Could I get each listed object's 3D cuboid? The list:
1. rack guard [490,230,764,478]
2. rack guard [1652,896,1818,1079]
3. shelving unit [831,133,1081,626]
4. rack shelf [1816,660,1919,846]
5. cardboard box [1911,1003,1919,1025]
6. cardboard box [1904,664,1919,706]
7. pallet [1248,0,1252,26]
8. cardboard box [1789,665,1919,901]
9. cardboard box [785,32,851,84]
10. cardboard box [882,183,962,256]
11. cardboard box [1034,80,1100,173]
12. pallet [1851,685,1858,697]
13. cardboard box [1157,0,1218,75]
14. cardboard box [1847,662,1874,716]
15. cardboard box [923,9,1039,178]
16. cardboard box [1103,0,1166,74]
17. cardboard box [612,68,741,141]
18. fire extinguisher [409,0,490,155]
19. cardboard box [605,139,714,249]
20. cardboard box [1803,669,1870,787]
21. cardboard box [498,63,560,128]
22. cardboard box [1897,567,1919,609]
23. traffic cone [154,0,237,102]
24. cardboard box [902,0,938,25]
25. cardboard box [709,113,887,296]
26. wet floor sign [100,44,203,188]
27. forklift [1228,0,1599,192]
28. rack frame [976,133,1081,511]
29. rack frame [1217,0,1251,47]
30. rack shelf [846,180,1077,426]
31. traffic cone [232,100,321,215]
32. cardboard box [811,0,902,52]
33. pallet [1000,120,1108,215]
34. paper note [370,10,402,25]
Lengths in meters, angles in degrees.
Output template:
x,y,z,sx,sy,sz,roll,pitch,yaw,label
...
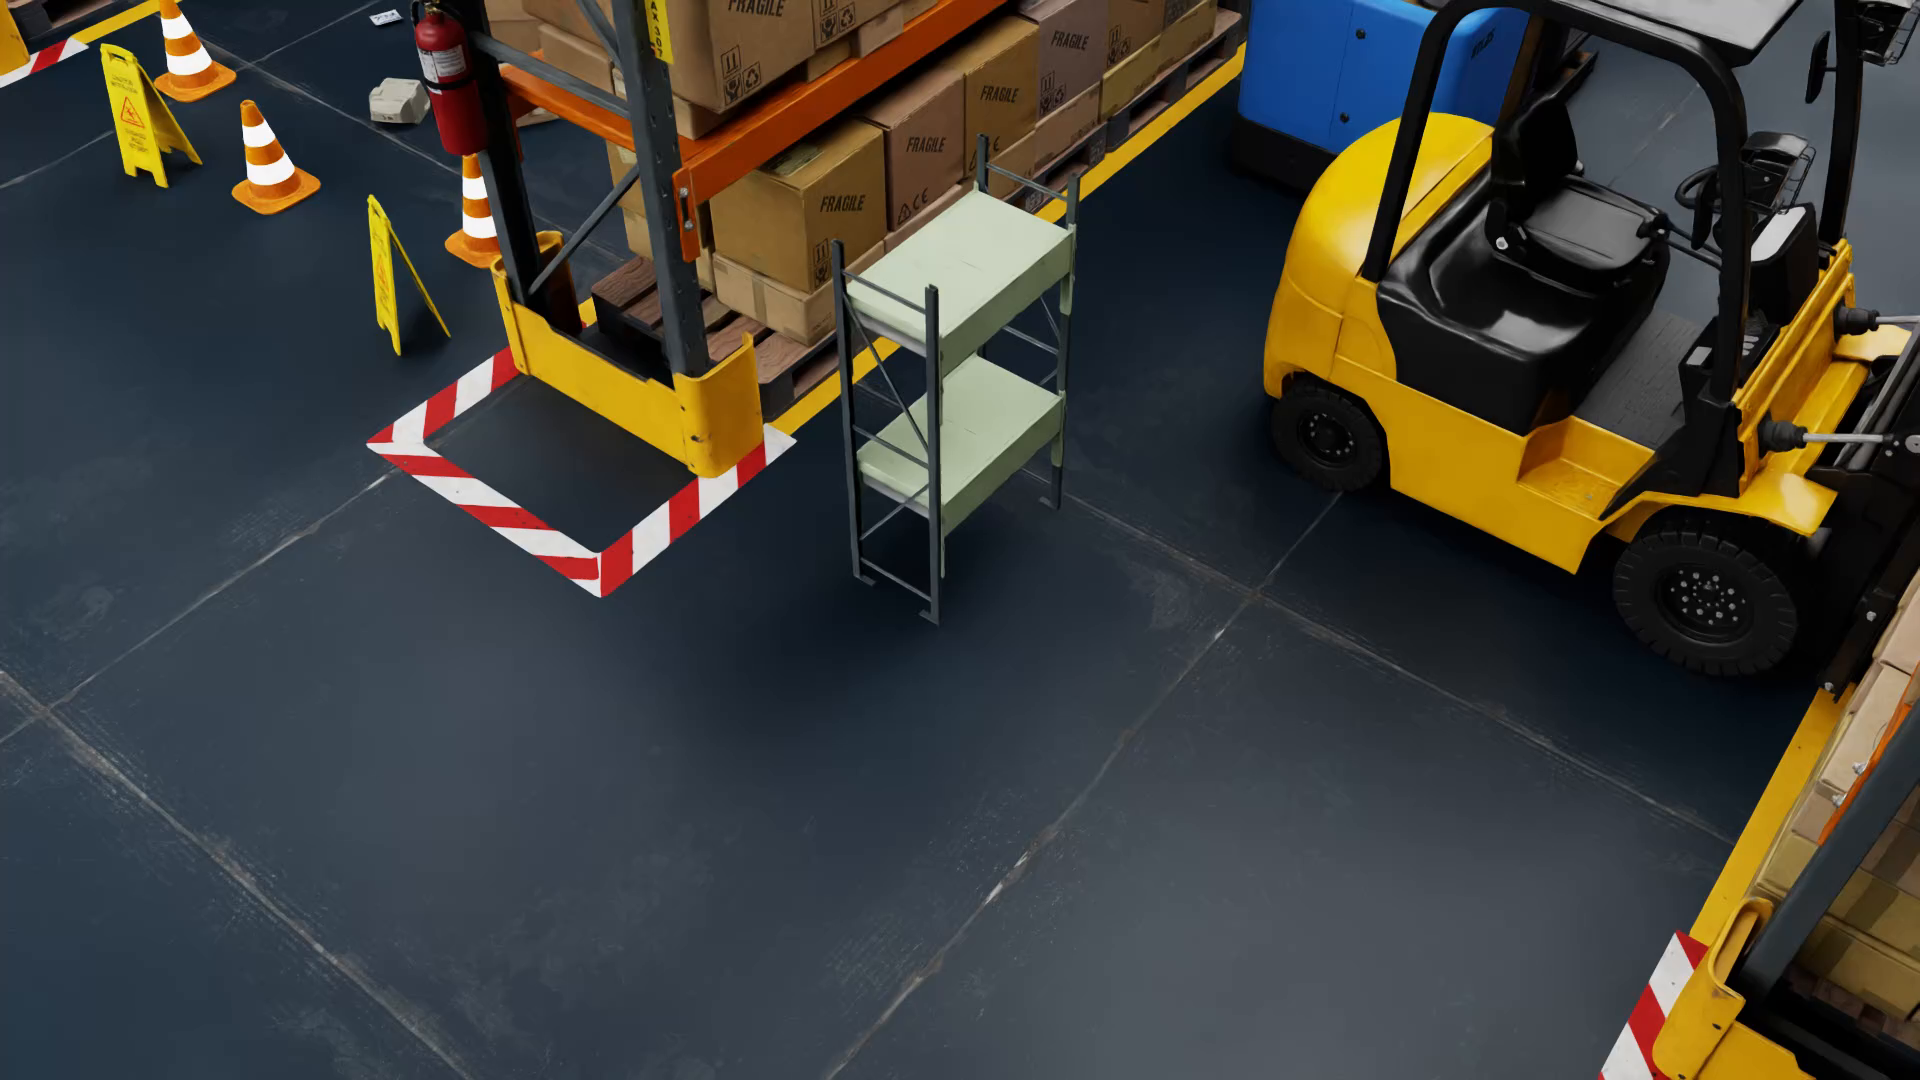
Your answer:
x,y,z,sx,sy,sz,roll,pitch,yaw,label
-1.323,-0.750,6.621,1.175,0.500,0.348,29,53,25,rack guard
2.547,1.499,4.472,1.175,0.500,0.348,29,53,25,rack guard
-0.004,-0.514,5.704,0.431,1.500,0.755,29,53,25,shelving unit
3.784,-0.274,4.935,1.077,0.370,4.000,29,53,25,rack shelf
3.016,1.232,4.610,0.500,0.250,0.500,29,53,25,cardboard box
2.654,0.190,3.925,0.500,0.500,0.500,28,52,24,cardboard box
1.551,-3.342,9.297,1.003,0.211,1.213,29,53,25,pallet
2.596,0.680,4.446,0.500,0.250,0.500,31,54,26,cardboard box
-0.628,-1.853,6.120,0.380,0.149,0.250,28,52,24,cardboard box
-0.339,-1.394,7.118,0.500,0.250,0.500,31,54,26,cardboard box
0.296,-1.999,7.697,0.500,0.250,0.500,30,53,26,cardboard box
3.742,0.434,5.689,1.003,0.211,1.213,29,53,25,pallet
0.928,-2.597,8.268,0.500,0.250,0.500,32,54,27,cardboard box
2.927,0.555,4.911,0.500,0.250,0.500,29,53,25,cardboard box
-0.014,-1.962,7.143,0.500,0.500,0.500,30,53,26,cardboard box
0.618,-2.565,7.718,0.500,0.500,0.500,30,53,26,cardboard box
-0.997,-1.586,5.865,0.380,0.149,0.250,29,53,25,cardboard box
-1.804,-1.682,5.836,0.296,0.674,0.183,29,53,25,fire extinguisher
-1.086,-1.598,6.795,0.500,0.500,0.500,30,53,25,cardboard box
2.910,0.738,5.082,0.500,0.250,0.500,29,53,25,cardboard box
-2.167,-2.228,8.276,0.250,0.149,0.380,-17,49,-15,cardboard box
3.204,0.092,5.007,0.500,0.250,0.500,30,53,25,cardboard box
-3.899,-2.501,8.319,0.336,0.463,0.334,29,53,25,traffic cone
-0.305,-2.141,6.394,0.380,0.149,0.250,31,54,26,cardboard box
-0.643,-1.378,6.584,0.500,0.500,0.500,28,52,24,cardboard box
-3.799,-1.996,7.710,0.267,0.644,0.232,21,50,19,wet floor sign
2.573,-3.418,7.488,1.130,2.935,3.031,29,53,25,forklift
0.220,-0.724,5.904,0.400,1.500,0.023,29,53,25,rack frame
1.077,-3.859,7.862,1.000,3.000,0.127,29,53,25,rack frame
-0.004,-0.784,5.422,0.431,0.370,0.720,29,53,25,rack shelf
-3.213,-1.807,7.656,0.336,0.463,0.334,29,53,25,traffic cone
-0.546,-2.154,5.958,0.500,0.500,0.500,31,54,26,cardboard box
-0.052,-1.795,7.819,1.003,0.211,1.213,29,53,25,pallet
-3.071,-2.798,8.903,0.142,0.017,0.144,-25,51,-22,paper note
